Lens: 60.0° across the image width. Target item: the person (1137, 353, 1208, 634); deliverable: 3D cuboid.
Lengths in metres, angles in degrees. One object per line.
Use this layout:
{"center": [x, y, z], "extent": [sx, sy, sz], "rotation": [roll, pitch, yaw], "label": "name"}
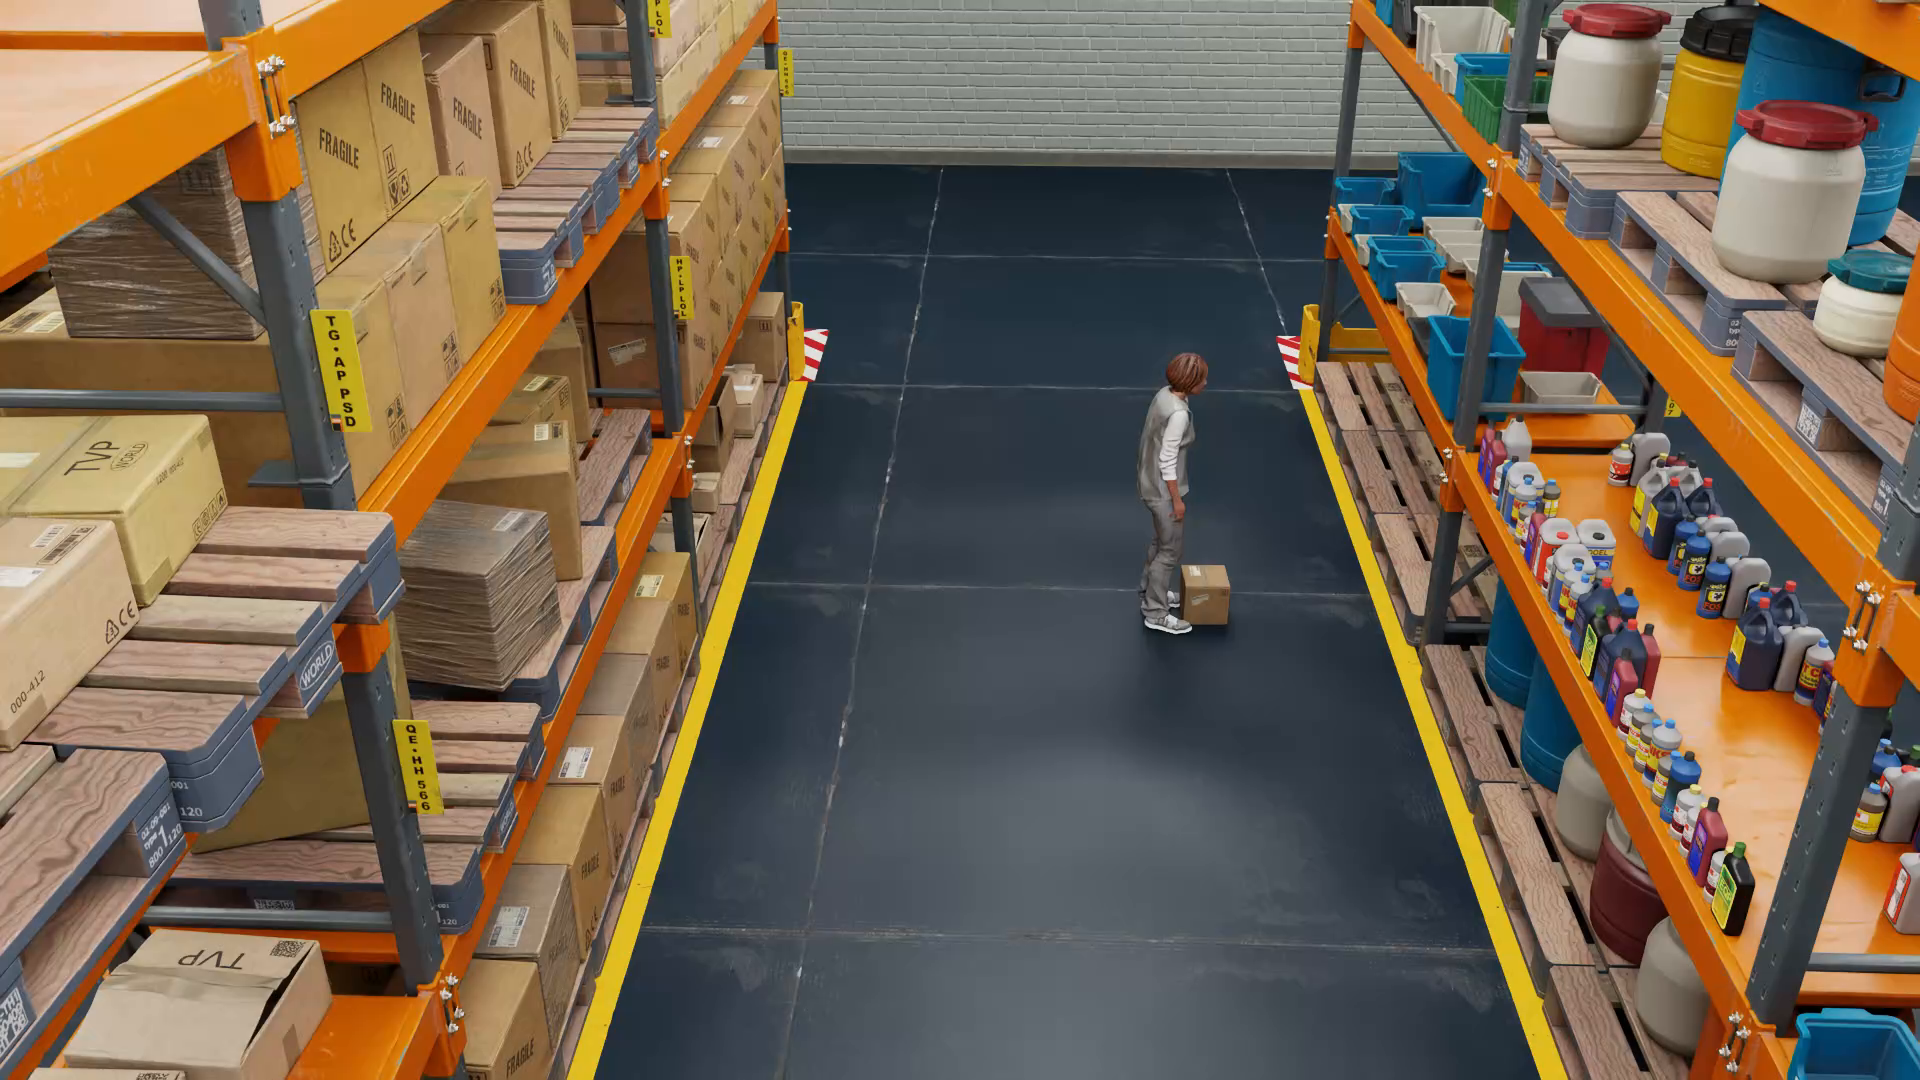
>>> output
{"center": [1.146, -0.278, 9.148], "extent": [0.343, 1.593, 0.462], "rotation": [1, 28, 2], "label": "person"}
